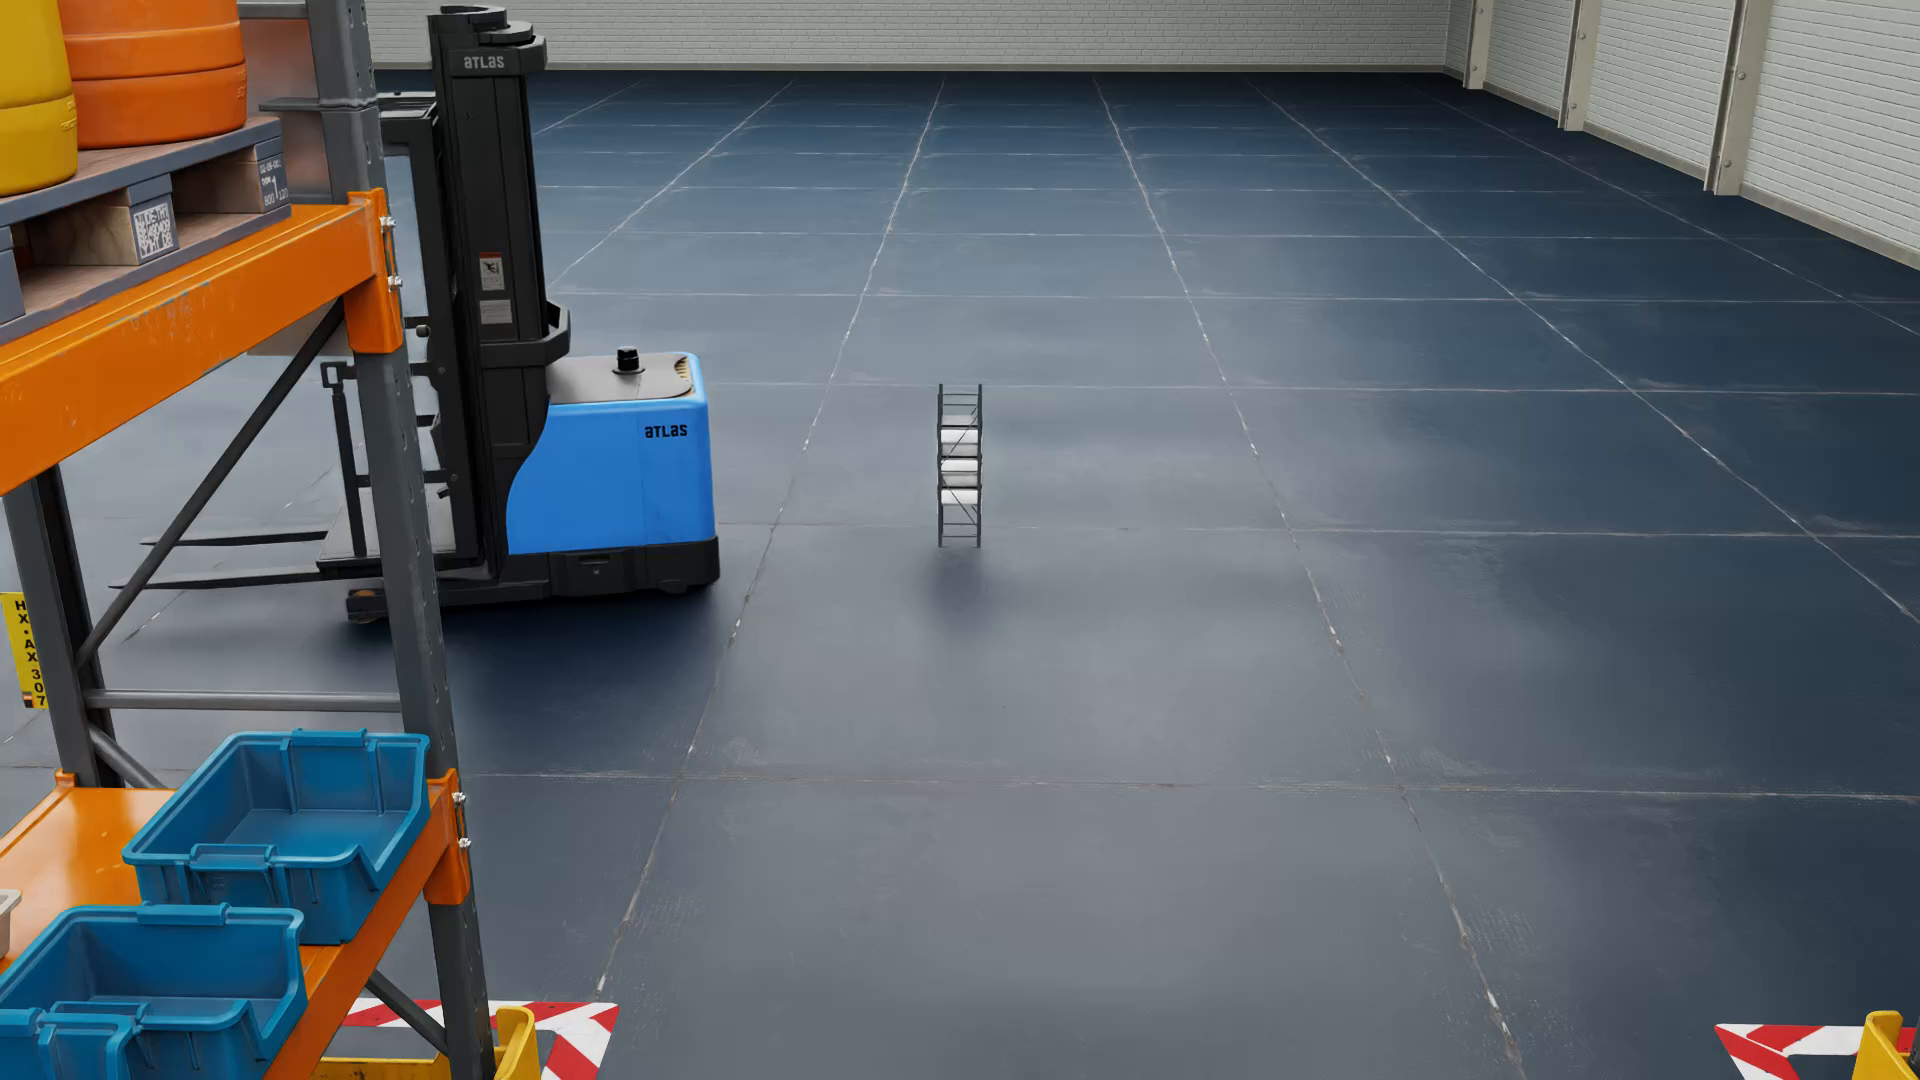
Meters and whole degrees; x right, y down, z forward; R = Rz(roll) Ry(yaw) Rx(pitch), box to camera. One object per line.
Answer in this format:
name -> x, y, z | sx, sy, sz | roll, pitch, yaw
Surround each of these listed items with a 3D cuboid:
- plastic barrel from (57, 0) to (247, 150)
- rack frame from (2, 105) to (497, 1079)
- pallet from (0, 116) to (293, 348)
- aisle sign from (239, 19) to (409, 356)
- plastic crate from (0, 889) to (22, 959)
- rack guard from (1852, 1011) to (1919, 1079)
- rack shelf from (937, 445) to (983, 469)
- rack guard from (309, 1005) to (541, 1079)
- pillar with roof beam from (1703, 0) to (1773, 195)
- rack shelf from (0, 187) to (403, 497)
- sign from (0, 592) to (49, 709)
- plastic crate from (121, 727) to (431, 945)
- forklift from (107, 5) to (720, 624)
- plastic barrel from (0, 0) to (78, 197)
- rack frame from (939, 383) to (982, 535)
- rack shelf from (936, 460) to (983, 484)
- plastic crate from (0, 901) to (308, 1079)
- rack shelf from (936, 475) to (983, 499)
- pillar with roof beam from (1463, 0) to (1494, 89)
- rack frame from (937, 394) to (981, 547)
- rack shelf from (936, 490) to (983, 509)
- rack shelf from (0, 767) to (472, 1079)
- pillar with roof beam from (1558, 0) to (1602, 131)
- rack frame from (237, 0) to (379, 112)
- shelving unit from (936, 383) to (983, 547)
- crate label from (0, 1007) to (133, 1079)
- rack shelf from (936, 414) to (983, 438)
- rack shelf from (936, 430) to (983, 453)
plastic barrel -> -1.717, -1.195, 3.142 | 0.600, 0.830, 0.708 | 1, 21, 2
rack frame -> -1.829, 0.422, 4.294 | 1.000, 3.000, 0.127 | 1, 21, 2
pallet -> -1.952, -0.590, 3.018 | 1.003, 0.211, 1.213 | 1, 21, 2
aisle sign -> -1.530, -0.813, 3.883 | 0.394, 0.787, 0.004 | 1, 21, 2
plastic crate -> -2.178, 0.865, 3.517 | 0.298, 0.136, 0.250 | 1, 21, 2
rack guard -> 3.122, 1.635, 4.625 | 1.175, 0.500, 0.348 | 1, 21, 2
rack shelf -> 0.000, -0.469, 9.338 | 0.258, 0.077, 0.200 | 1, 21, 2
rack guard -> -1.785, 1.615, 4.674 | 1.175, 0.500, 0.348 | 1, 21, 2
pillar with roof beam -> 5.161, -8.559, 19.147 | 9.100, 9.000, 0.400 | 1, 21, 2
rack shelf -> -1.890, 0.082, 2.018 | 1.077, 0.370, 4.000 | 1, 21, 2
sign -> -2.379, 0.285, 4.264 | 0.100, 0.325, 0.005 | 1, 21, 2
plastic crate -> -1.545, 0.676, 3.846 | 0.499, 0.251, 0.616 | 1, 21, 2
forklift -> -2.844, -1.151, 8.442 | 3.031, 2.935, 1.130 | -4, 22, -11
plastic barrel -> -1.737, -0.846, 2.576 | 0.600, 0.588, 0.600 | 0, 21, 0
rack frame -> 0.003, -0.453, 9.453 | 0.240, 0.900, 0.006 | 1, 21, 2
rack shelf -> 0.000, -0.386, 9.371 | 0.258, 0.077, 0.200 | 1, 21, 2
plastic crate -> -1.571, 0.910, 3.241 | 0.499, 0.251, 0.408 | 1, 21, 2
rack shelf -> 0.000, -0.302, 9.403 | 0.258, 0.077, 0.200 | 1, 21, 2
pillar with roof beam -> 5.526, -12.897, 30.329 | 9.100, 9.000, 0.400 | 1, 21, 2
rack frame -> -0.003, -0.380, 9.264 | 0.240, 0.900, 0.006 | 1, 21, 2
rack shelf -> 0.000, -0.218, 9.436 | 0.258, 0.077, 0.200 | 1, 21, 2
rack shelf -> -1.890, 1.481, 2.561 | 1.077, 0.370, 4.000 | 1, 21, 2
pillar with roof beam -> 5.343, -10.728, 24.738 | 9.100, 9.000, 0.400 | 1, 21, 2
rack frame -> -1.829, -2.375, 3.209 | 1.000, 3.000, 0.127 | 1, 21, 2
shelving unit -> 0.000, -0.417, 9.359 | 0.258, 0.900, 0.210 | 1, 21, 2
crate label -> -1.615, 1.074, 2.565 | 0.502, 0.435, 0.616 | 1, 21, 2
rack shelf -> 0.000, -0.637, 9.273 | 0.258, 0.077, 0.200 | 1, 21, 2
rack shelf -> 0.000, -0.553, 9.306 | 0.258, 0.077, 0.200 | 1, 21, 2
